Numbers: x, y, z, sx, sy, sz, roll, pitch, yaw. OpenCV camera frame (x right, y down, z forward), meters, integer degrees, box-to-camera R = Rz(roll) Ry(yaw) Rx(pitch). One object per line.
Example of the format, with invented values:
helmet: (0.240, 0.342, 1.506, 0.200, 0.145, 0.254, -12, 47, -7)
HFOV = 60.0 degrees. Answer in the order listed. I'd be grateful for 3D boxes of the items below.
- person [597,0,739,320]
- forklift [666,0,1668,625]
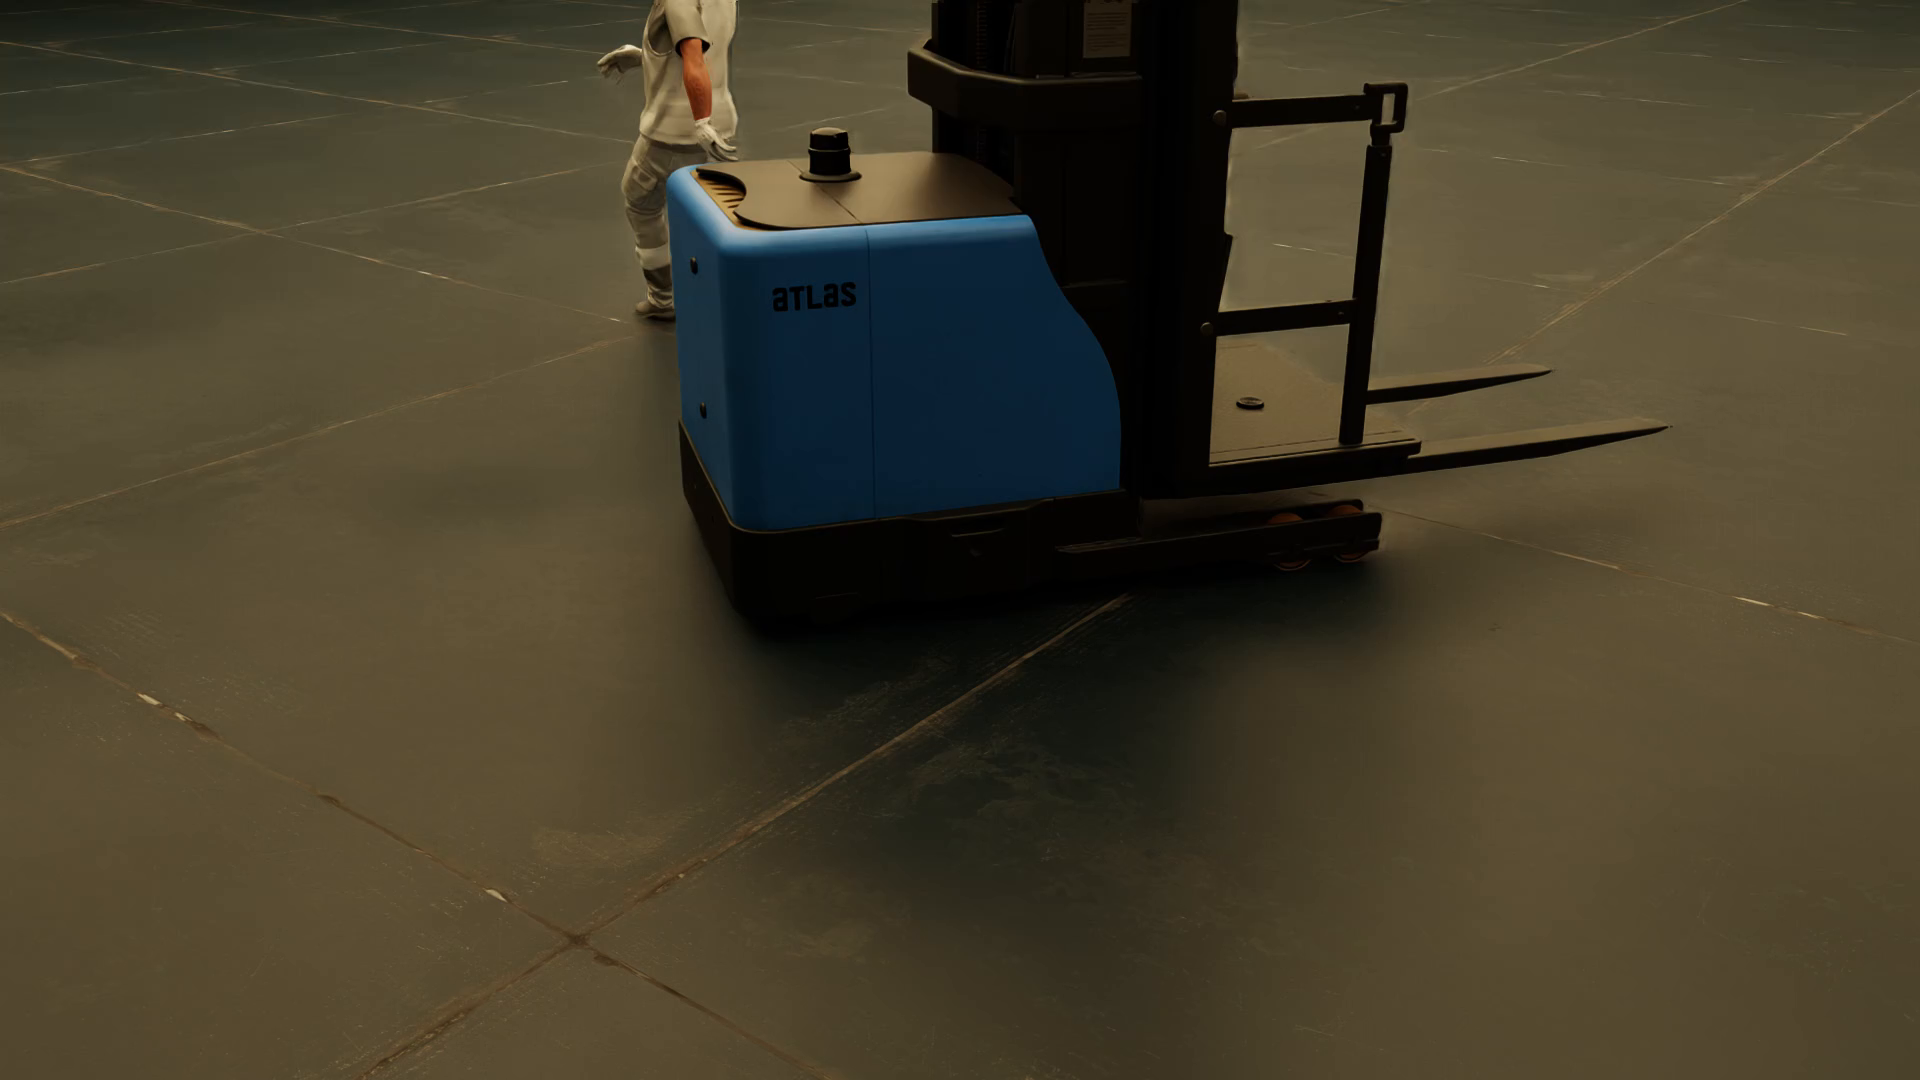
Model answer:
person: (-1.103, -1.661, 6.752, 0.969, 1.708, 0.558, 19, 30, 37)
forklift: (0.713, -1.447, 4.666, 3.031, 2.935, 1.130, -7, 24, -16)
